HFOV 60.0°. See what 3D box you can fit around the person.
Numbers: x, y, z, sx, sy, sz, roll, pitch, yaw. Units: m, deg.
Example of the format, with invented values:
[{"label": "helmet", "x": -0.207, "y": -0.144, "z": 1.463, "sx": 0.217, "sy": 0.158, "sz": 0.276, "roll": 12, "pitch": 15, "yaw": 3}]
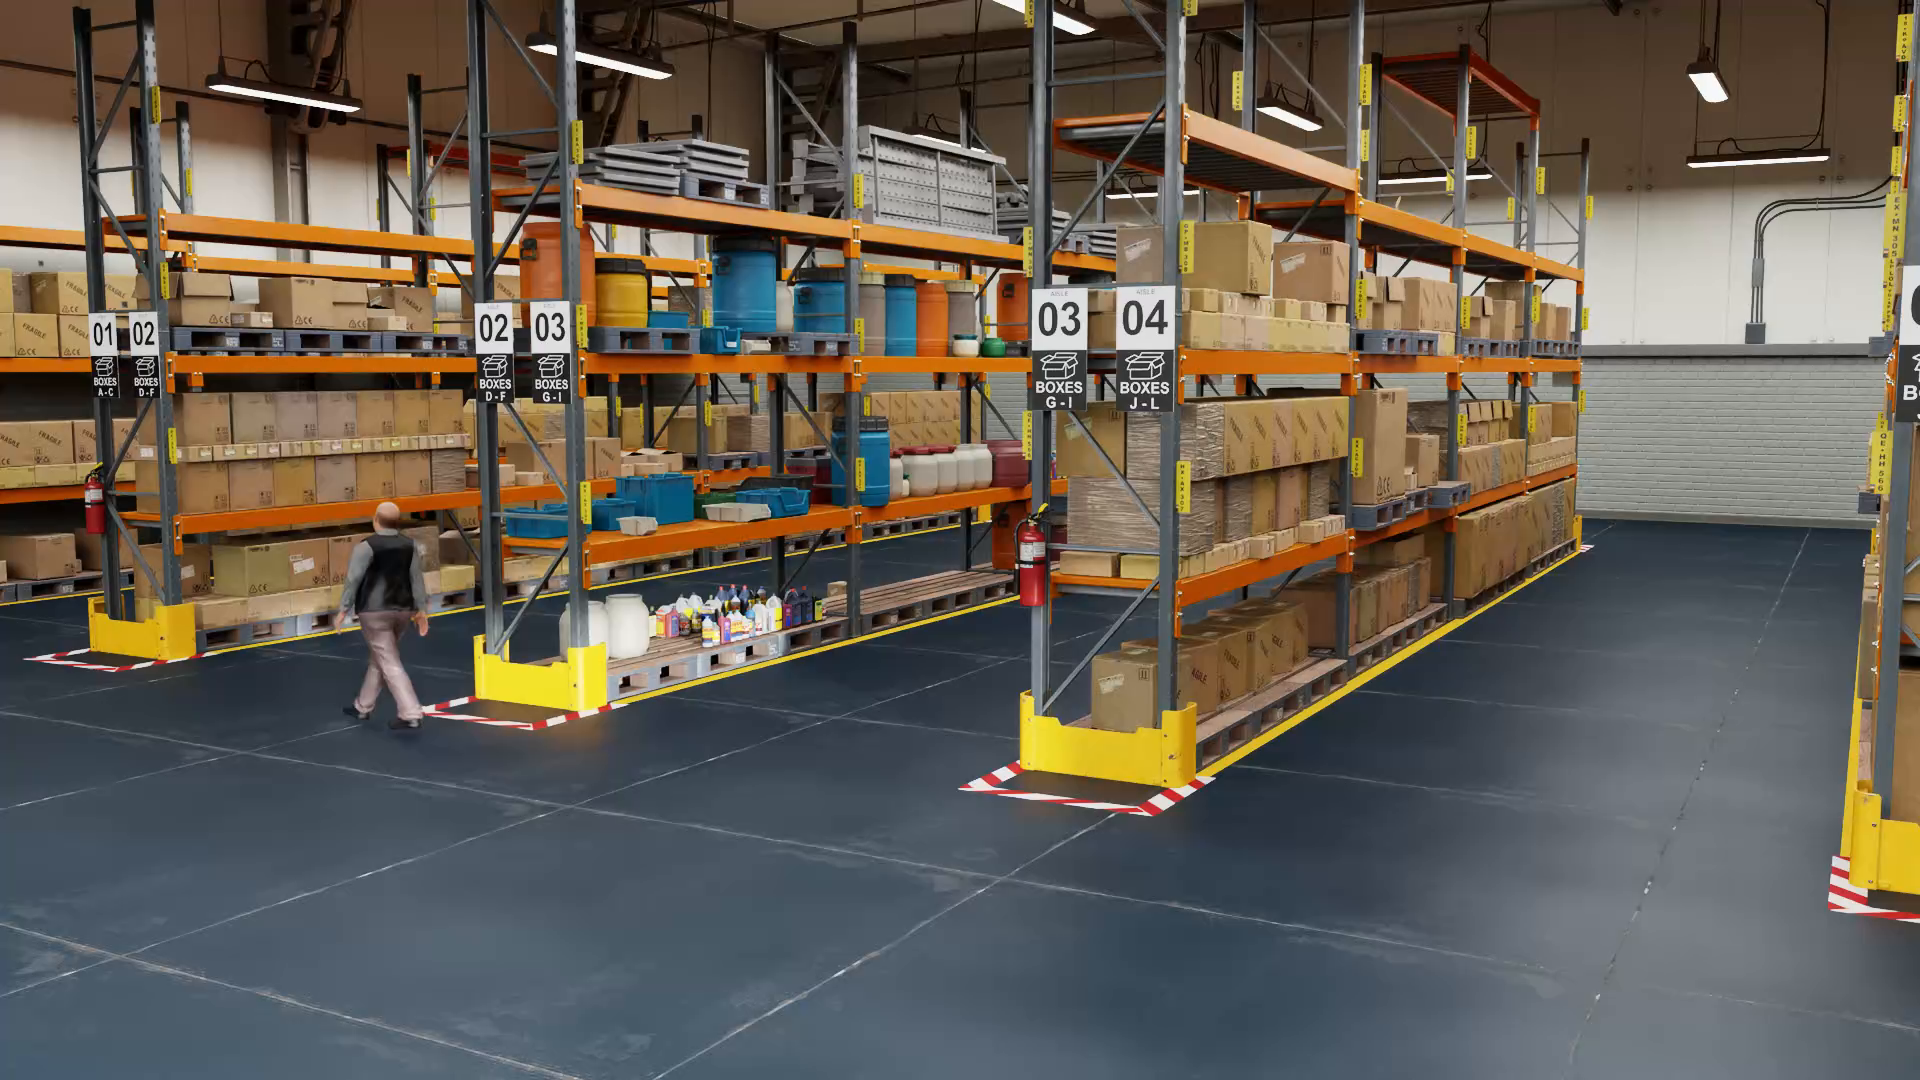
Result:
[{"label": "person", "x": -4.329, "y": 0.547, "z": 12.360, "sx": 0.995, "sy": 1.669, "sz": 0.581, "roll": 4, "pitch": 7, "yaw": 32}]
